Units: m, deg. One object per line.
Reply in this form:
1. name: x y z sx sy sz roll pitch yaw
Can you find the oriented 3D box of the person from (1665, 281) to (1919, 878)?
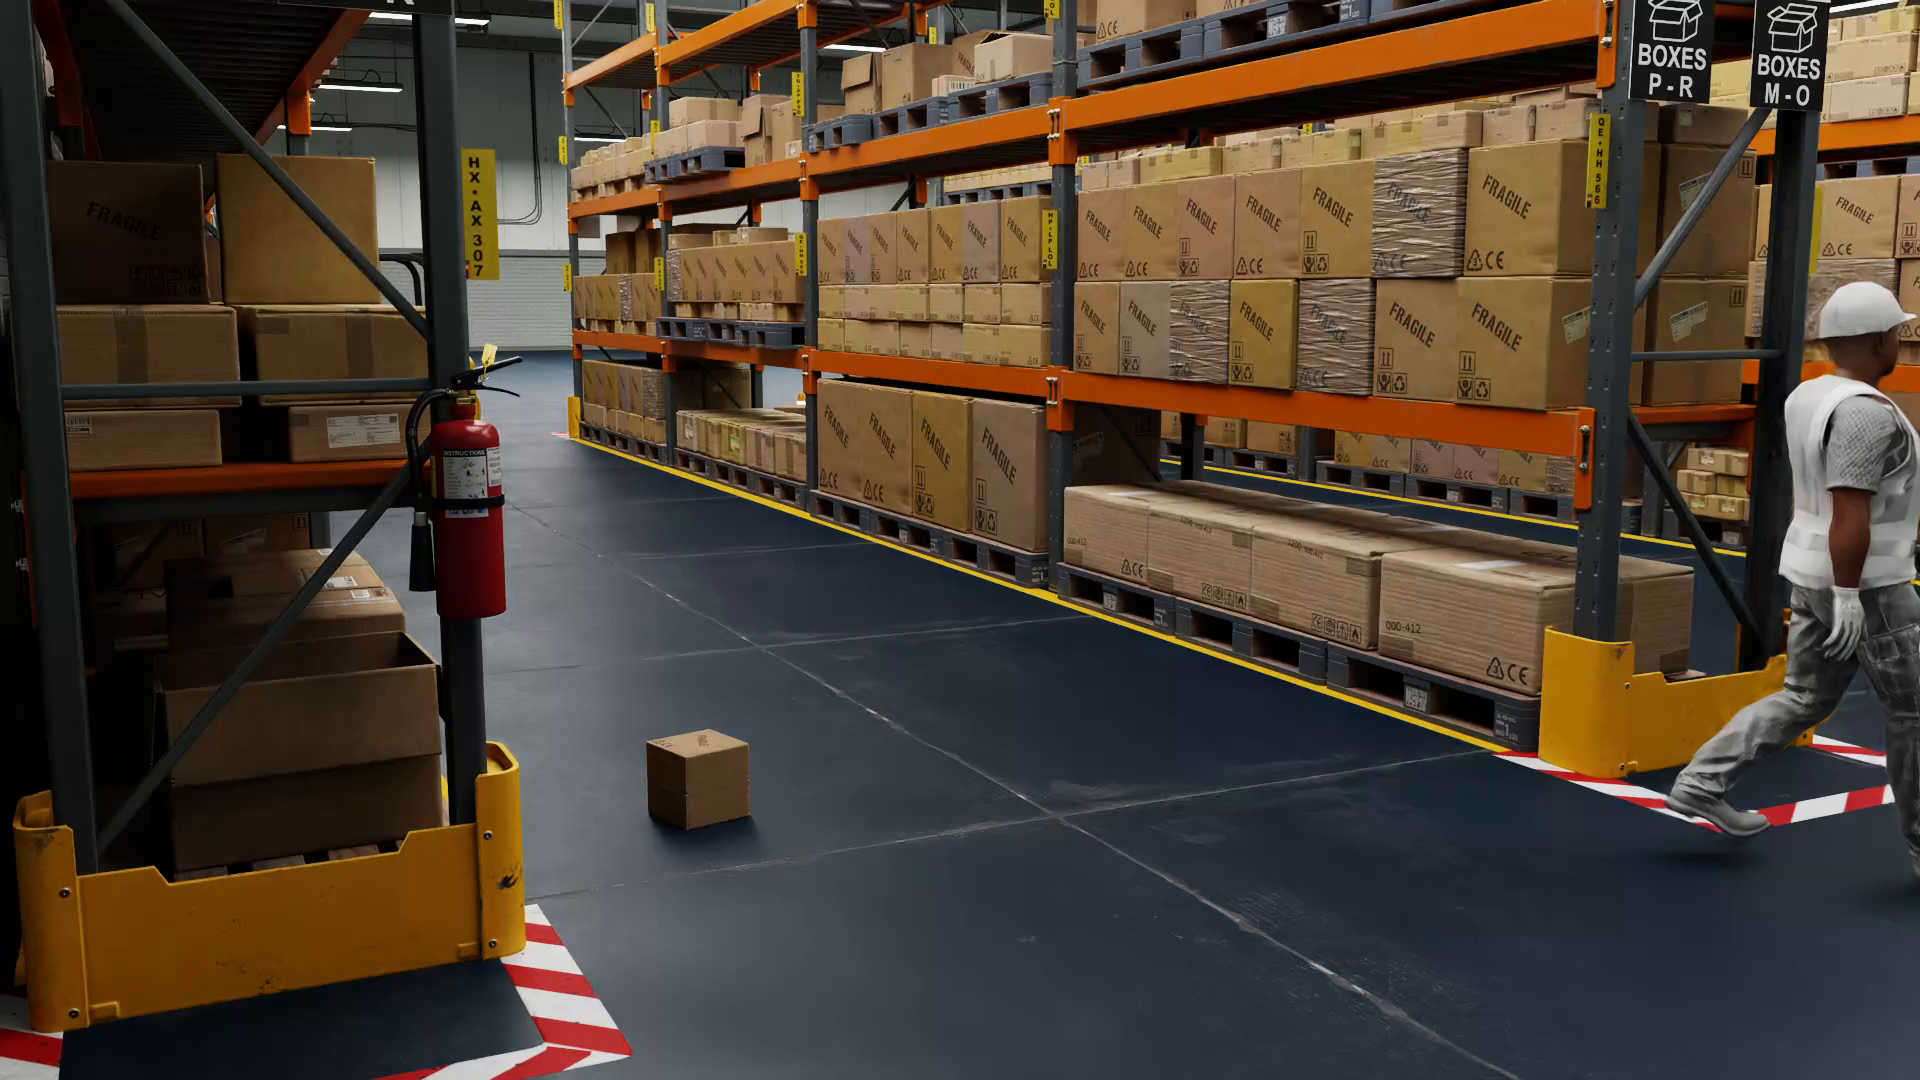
1. person: 2.676 0.119 4.952 0.978 1.757 0.608 2 9 10
